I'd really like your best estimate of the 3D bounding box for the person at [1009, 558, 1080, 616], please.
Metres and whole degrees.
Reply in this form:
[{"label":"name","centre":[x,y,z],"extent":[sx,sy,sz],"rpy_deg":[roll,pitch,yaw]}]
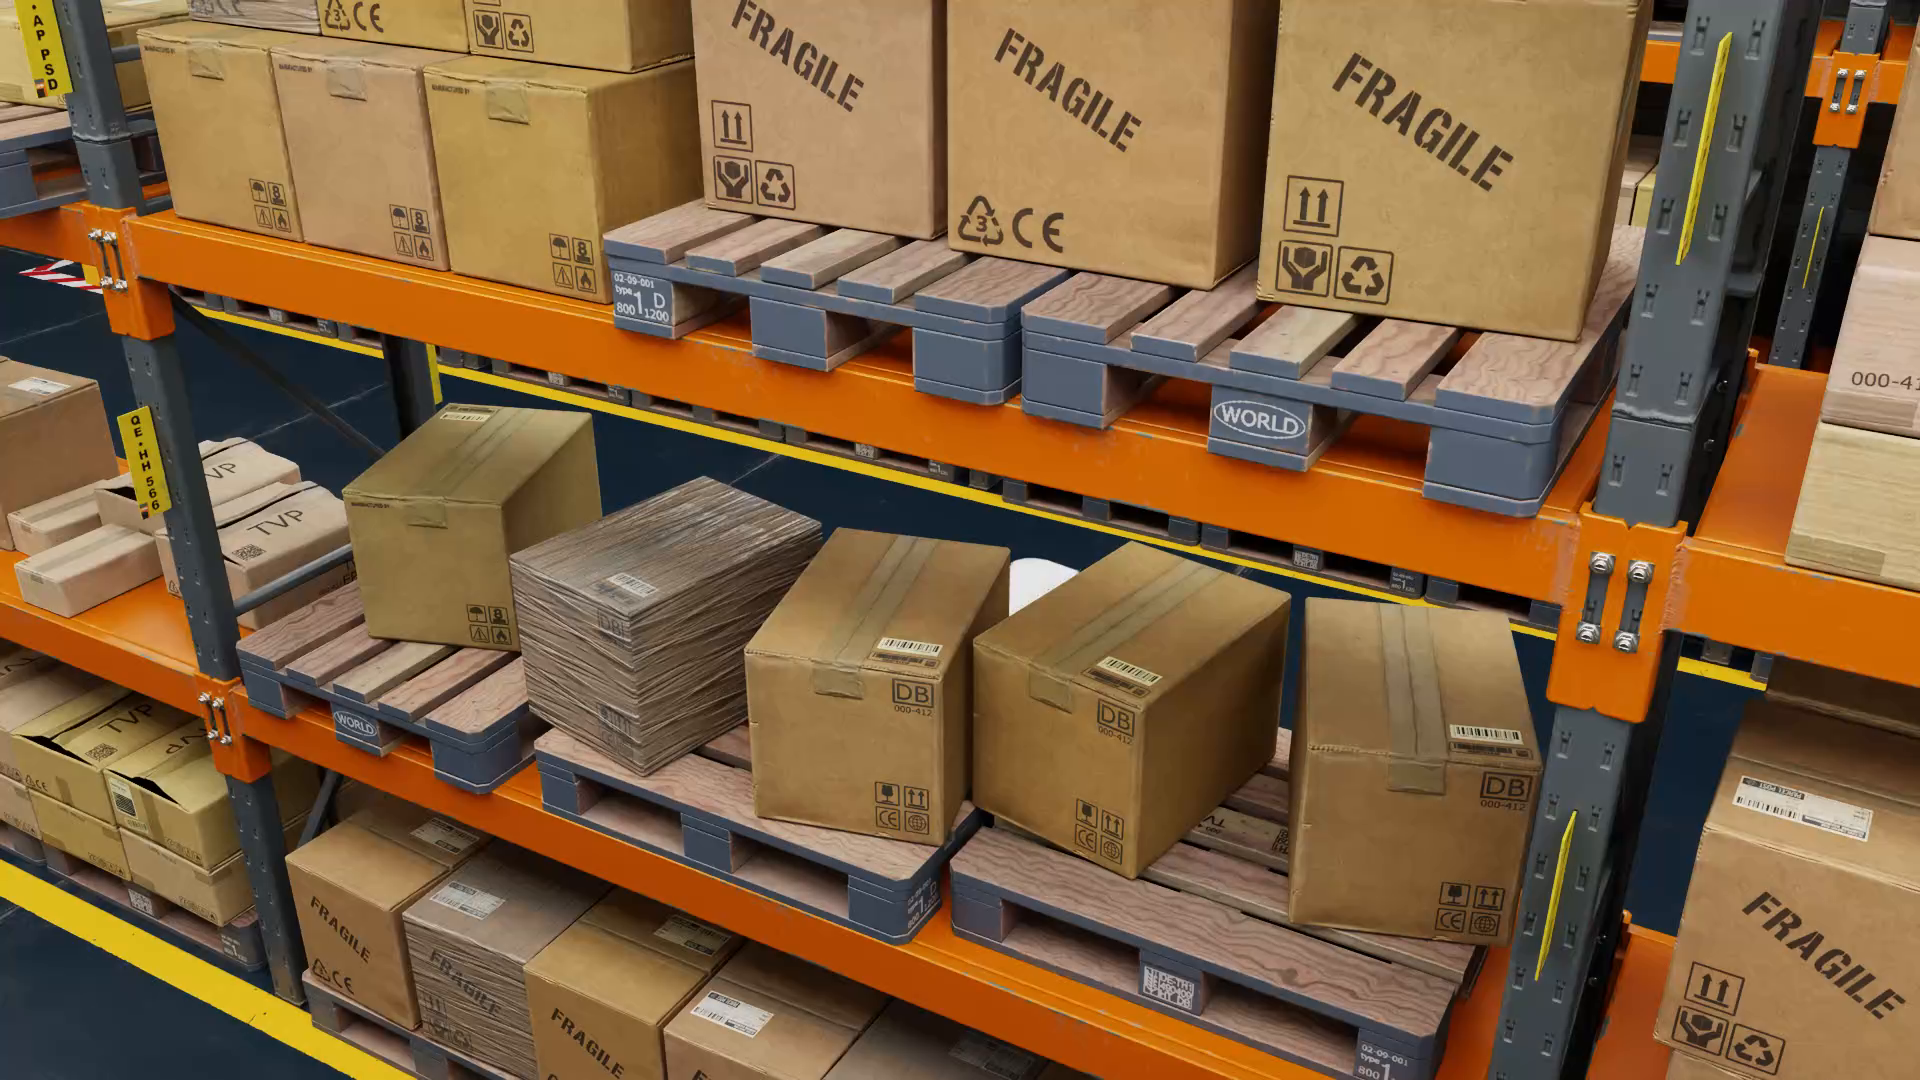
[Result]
[{"label":"person","centre":[0.206,0.637,6.612],"extent":[0.495,1.053,0.997],"rpy_deg":[13,29,24]}]
